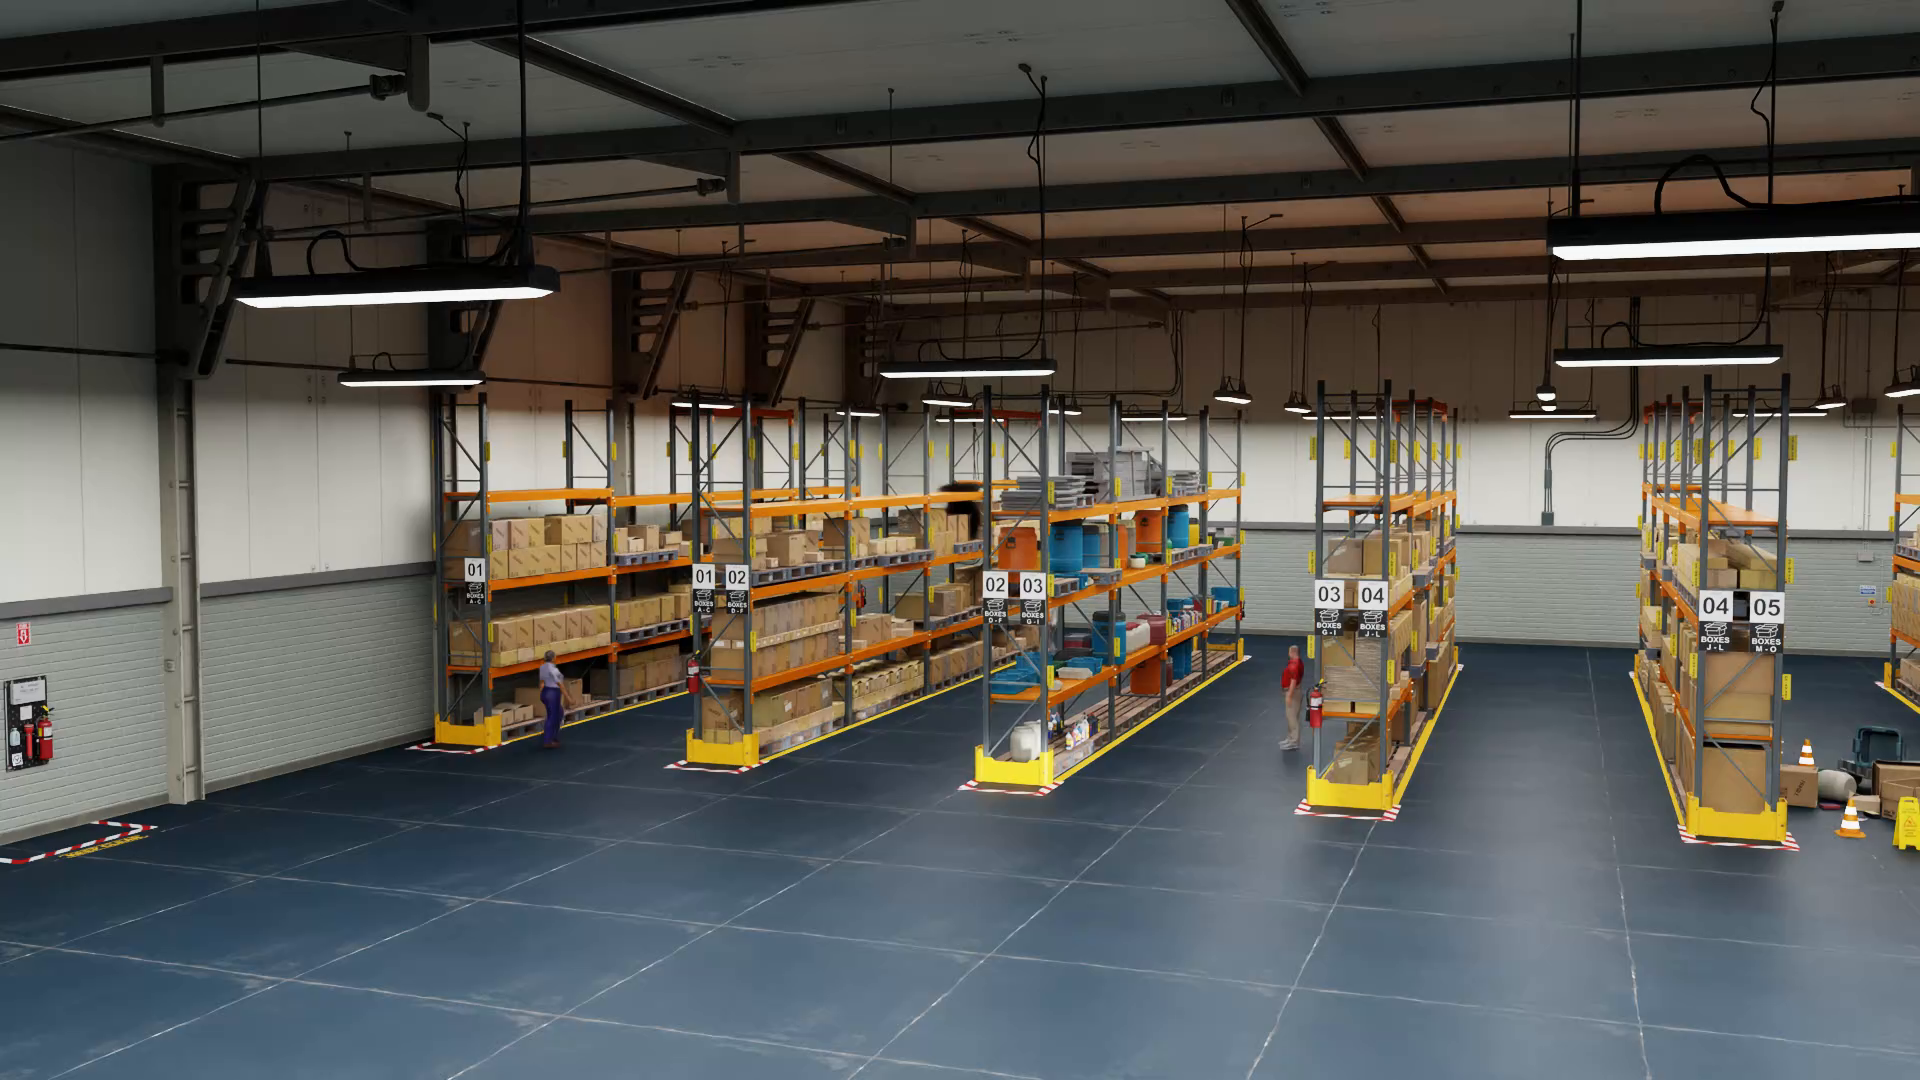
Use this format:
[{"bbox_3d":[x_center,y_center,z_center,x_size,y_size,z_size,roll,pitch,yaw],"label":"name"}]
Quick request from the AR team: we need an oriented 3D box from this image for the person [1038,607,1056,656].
[{"bbox_3d":[1.950,1.967,37.703,0.518,1.756,0.558,1,3,16],"label":"person"}]

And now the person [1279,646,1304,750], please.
[{"bbox_3d":[5.612,2.642,28.125,0.419,1.727,0.587,0,3,9],"label":"person"}]

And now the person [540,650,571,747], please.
[{"bbox_3d":[-6.858,2.692,28.101,0.487,1.686,0.513,-2,4,-35],"label":"person"}]
